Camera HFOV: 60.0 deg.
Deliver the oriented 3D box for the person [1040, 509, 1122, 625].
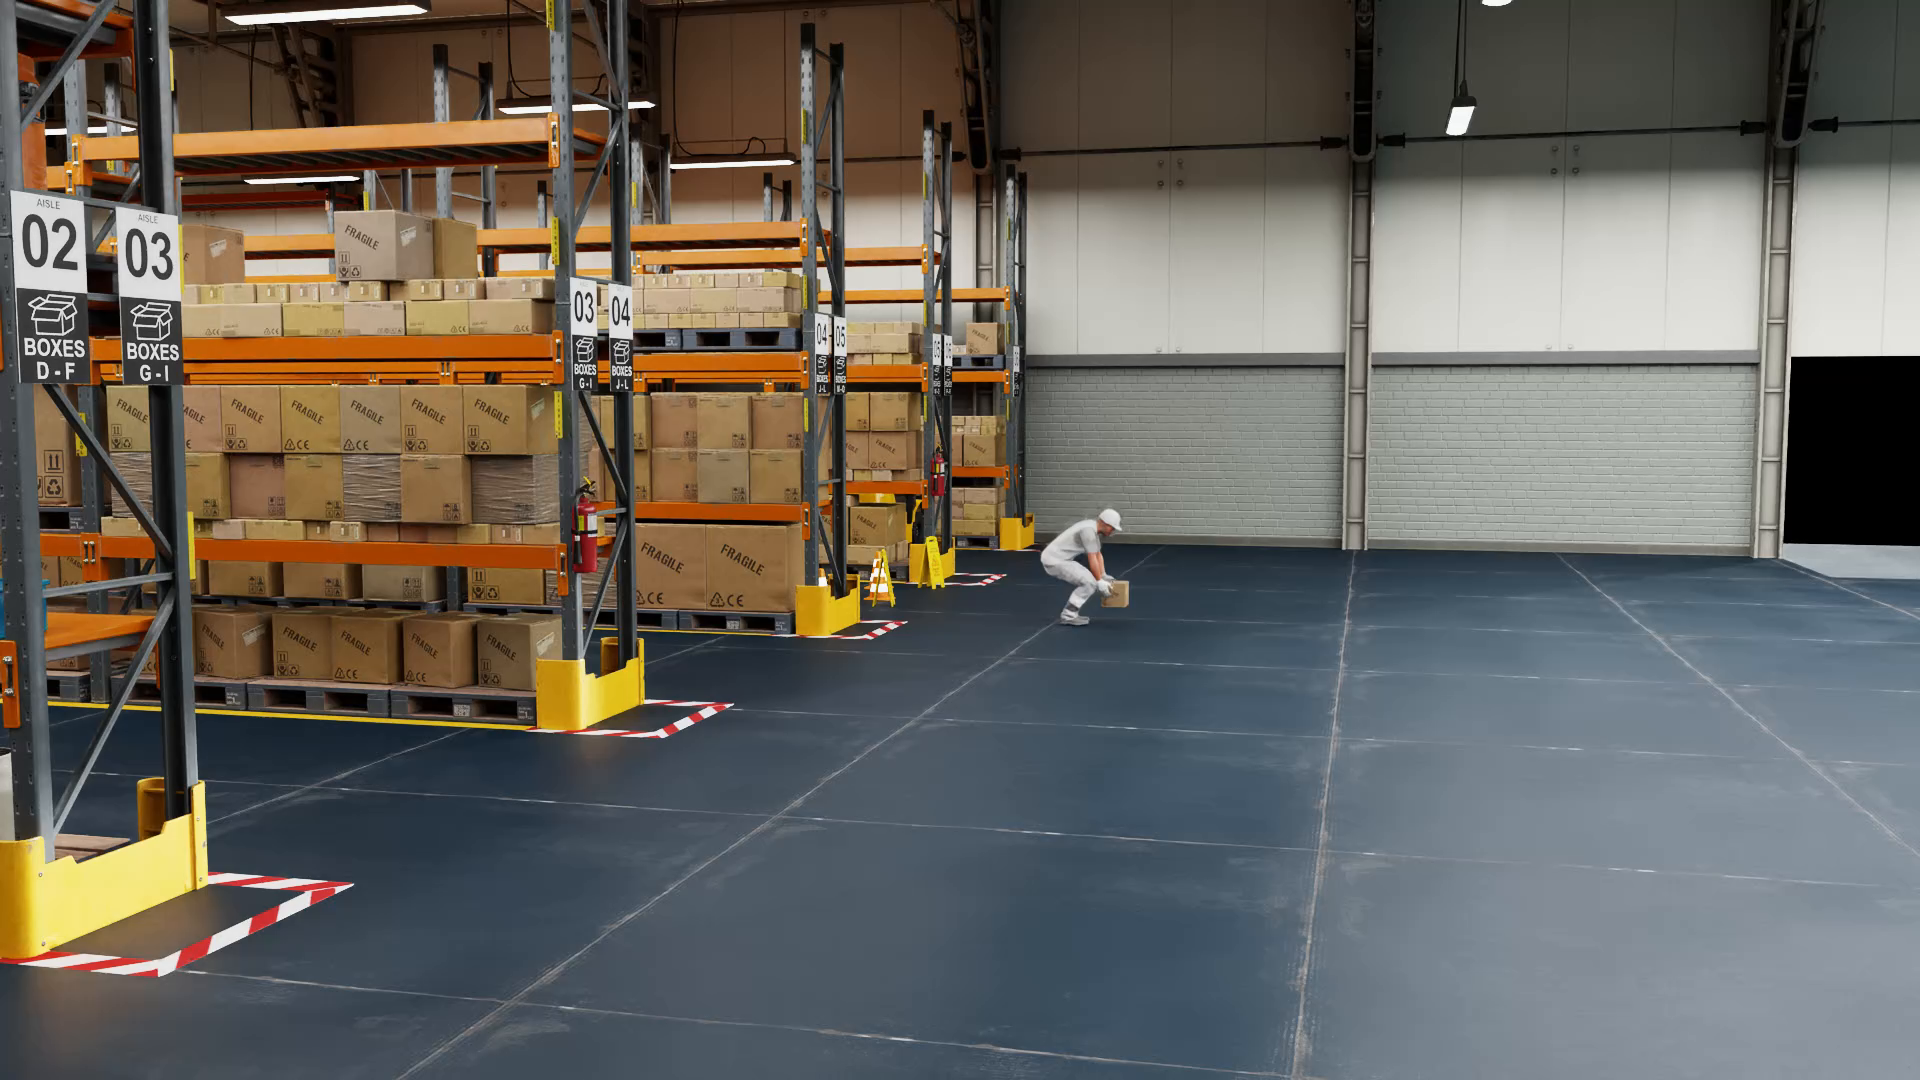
[{"bbox_3d":[1.277,0.277,17.485,0.839,1.212,0.582,1,5,14],"label":"person"}]
